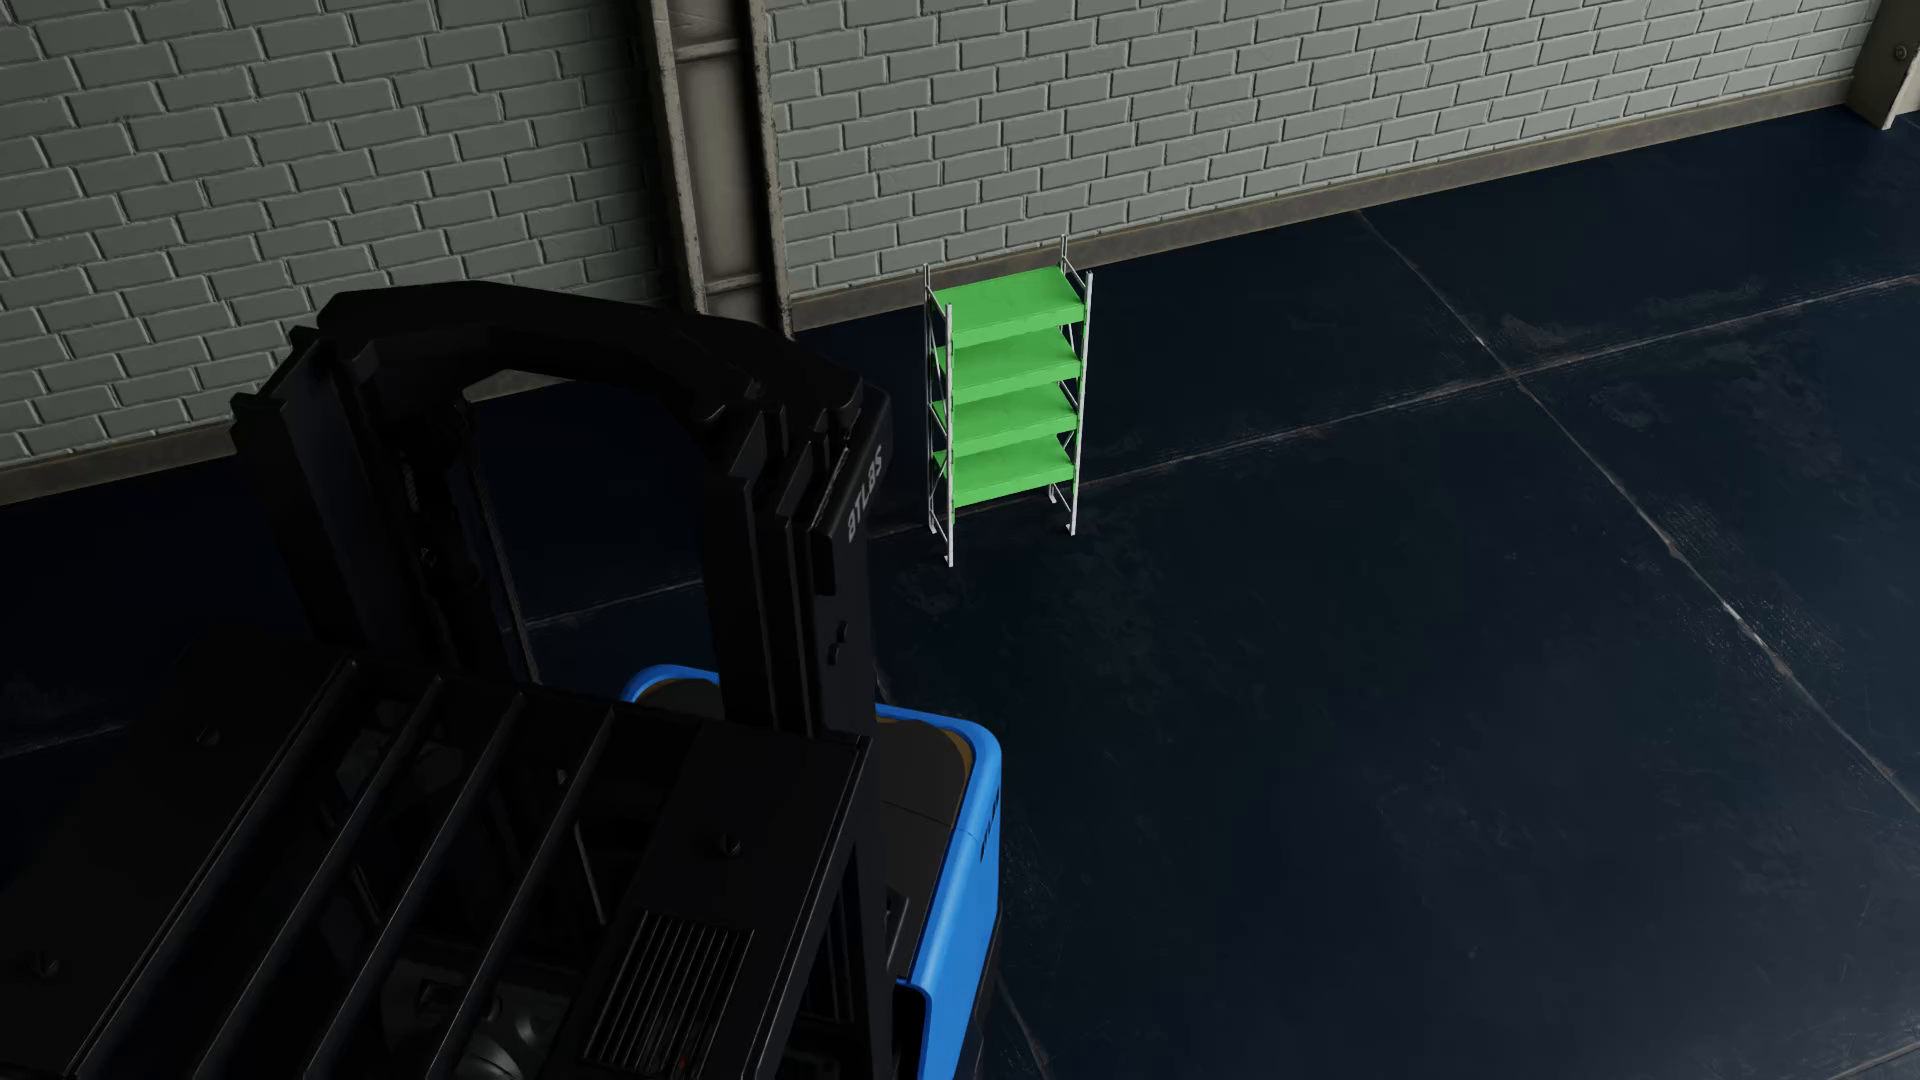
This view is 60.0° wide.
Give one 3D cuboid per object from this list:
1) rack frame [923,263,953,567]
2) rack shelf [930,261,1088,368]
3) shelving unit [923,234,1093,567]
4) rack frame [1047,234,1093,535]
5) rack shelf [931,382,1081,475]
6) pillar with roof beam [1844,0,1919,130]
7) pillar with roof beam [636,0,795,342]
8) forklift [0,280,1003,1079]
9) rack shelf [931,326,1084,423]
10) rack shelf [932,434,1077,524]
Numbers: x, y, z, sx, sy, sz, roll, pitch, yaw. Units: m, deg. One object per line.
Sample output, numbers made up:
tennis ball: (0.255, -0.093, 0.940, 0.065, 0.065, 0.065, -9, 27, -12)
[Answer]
rack frame: (-0.074, -0.405, 5.806, 0.015, 1.200, 0.240, -14, 47, -14)
rack shelf: (0.156, -0.757, 5.570, 0.480, 0.148, 0.258, -14, 47, -14)
shelving unit: (0.156, -0.463, 5.865, 0.503, 1.200, 0.258, -14, 47, -14)
rack frame: (0.385, -0.522, 5.923, 0.015, 1.200, 0.240, -14, 47, -14)
rack shelf: (0.156, -0.418, 5.910, 0.480, 0.148, 0.258, -14, 47, -14)
pillar with roof beam: (6.188, -2.503, 2.391, 0.400, 9.000, 9.100, -14, 47, -14)
pillar with roof beam: (0.545, -1.060, 0.953, 0.400, 9.000, 9.100, -14, 47, -14)
forklift: (-0.725, 1.134, 3.050, 1.130, 2.935, 3.031, 10, 46, 10)
rack shelf: (0.156, -0.588, 5.740, 0.480, 0.148, 0.258, -14, 47, -14)
rack shelf: (0.156, -0.249, 6.080, 0.480, 0.148, 0.258, -14, 47, -14)
